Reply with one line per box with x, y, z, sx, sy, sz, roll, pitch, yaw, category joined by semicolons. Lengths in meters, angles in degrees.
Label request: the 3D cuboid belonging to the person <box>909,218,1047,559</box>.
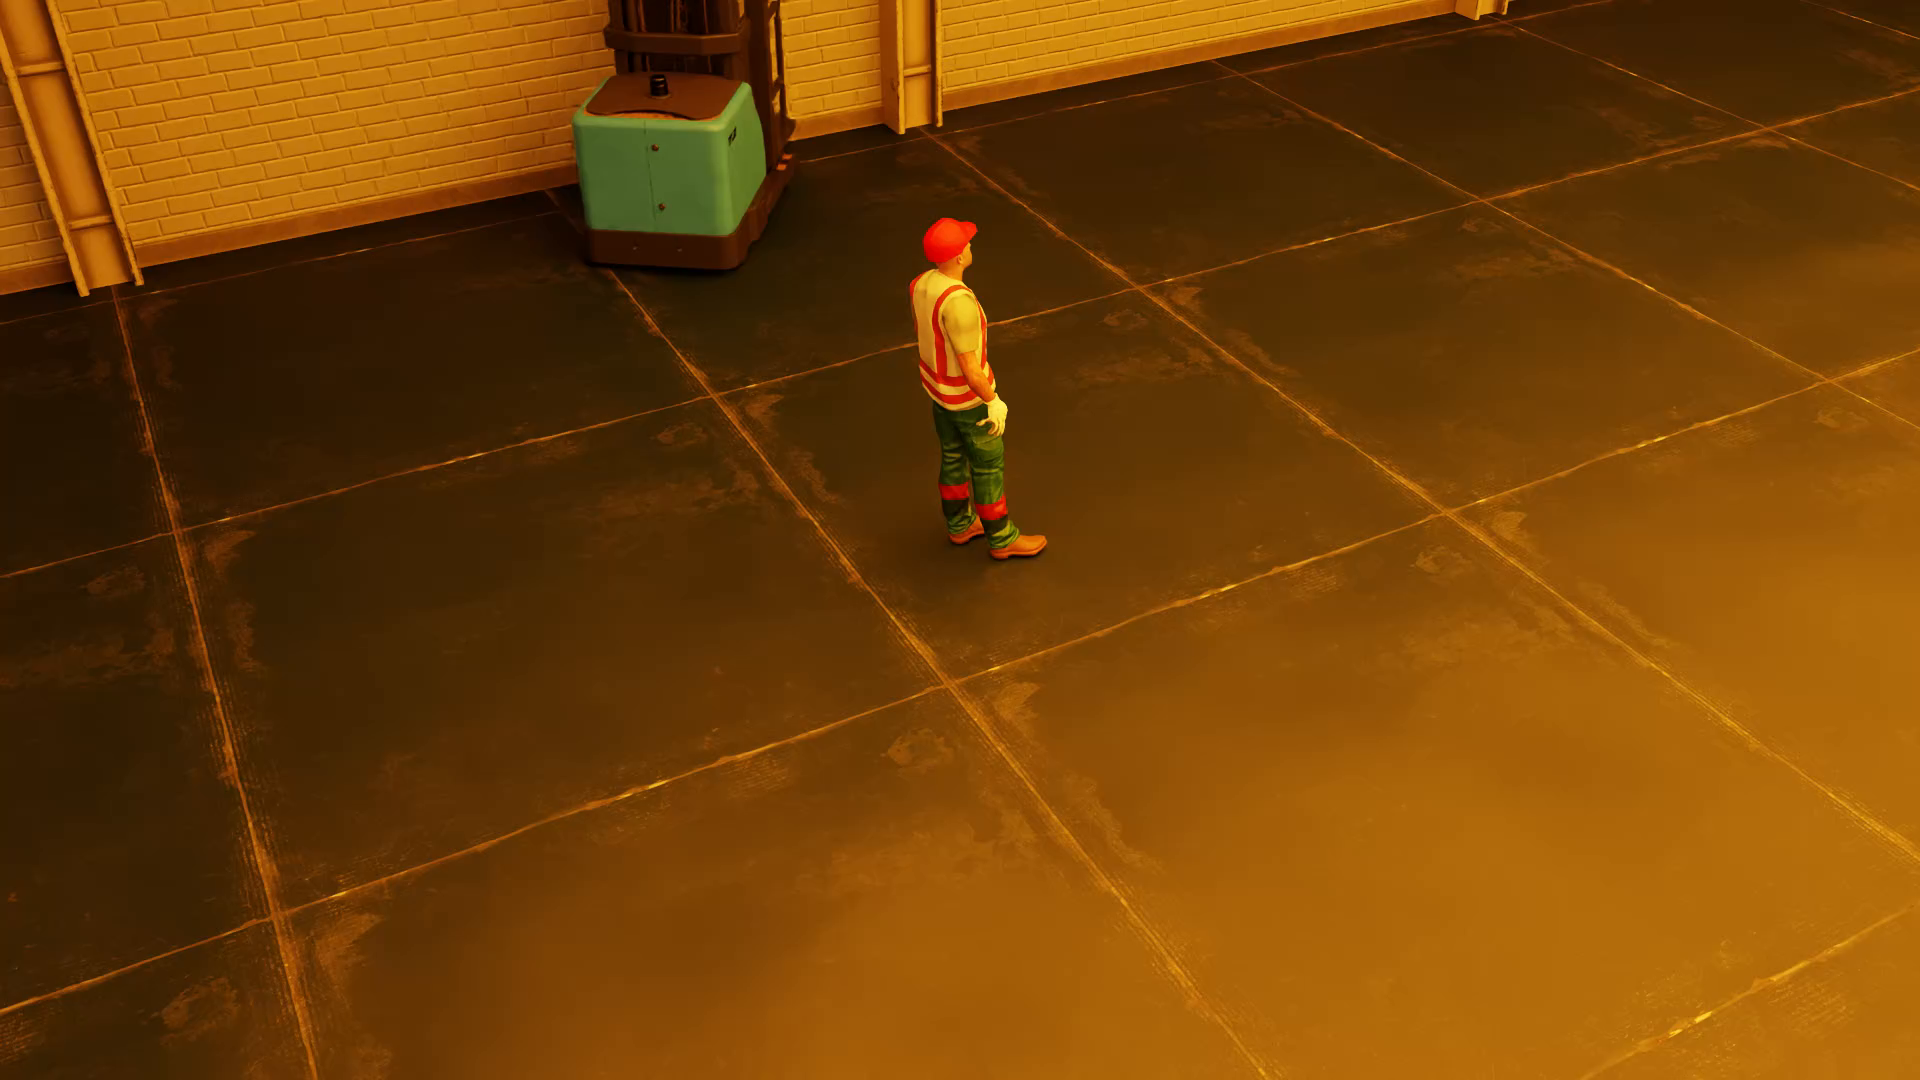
0.076;-0.752;8.163;0.564;1.787;0.637;-17;39;-23;person

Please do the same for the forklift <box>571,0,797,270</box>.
-1.826;-3.835;11.549;1.130;2.935;3.031;4;35;6;forklift
